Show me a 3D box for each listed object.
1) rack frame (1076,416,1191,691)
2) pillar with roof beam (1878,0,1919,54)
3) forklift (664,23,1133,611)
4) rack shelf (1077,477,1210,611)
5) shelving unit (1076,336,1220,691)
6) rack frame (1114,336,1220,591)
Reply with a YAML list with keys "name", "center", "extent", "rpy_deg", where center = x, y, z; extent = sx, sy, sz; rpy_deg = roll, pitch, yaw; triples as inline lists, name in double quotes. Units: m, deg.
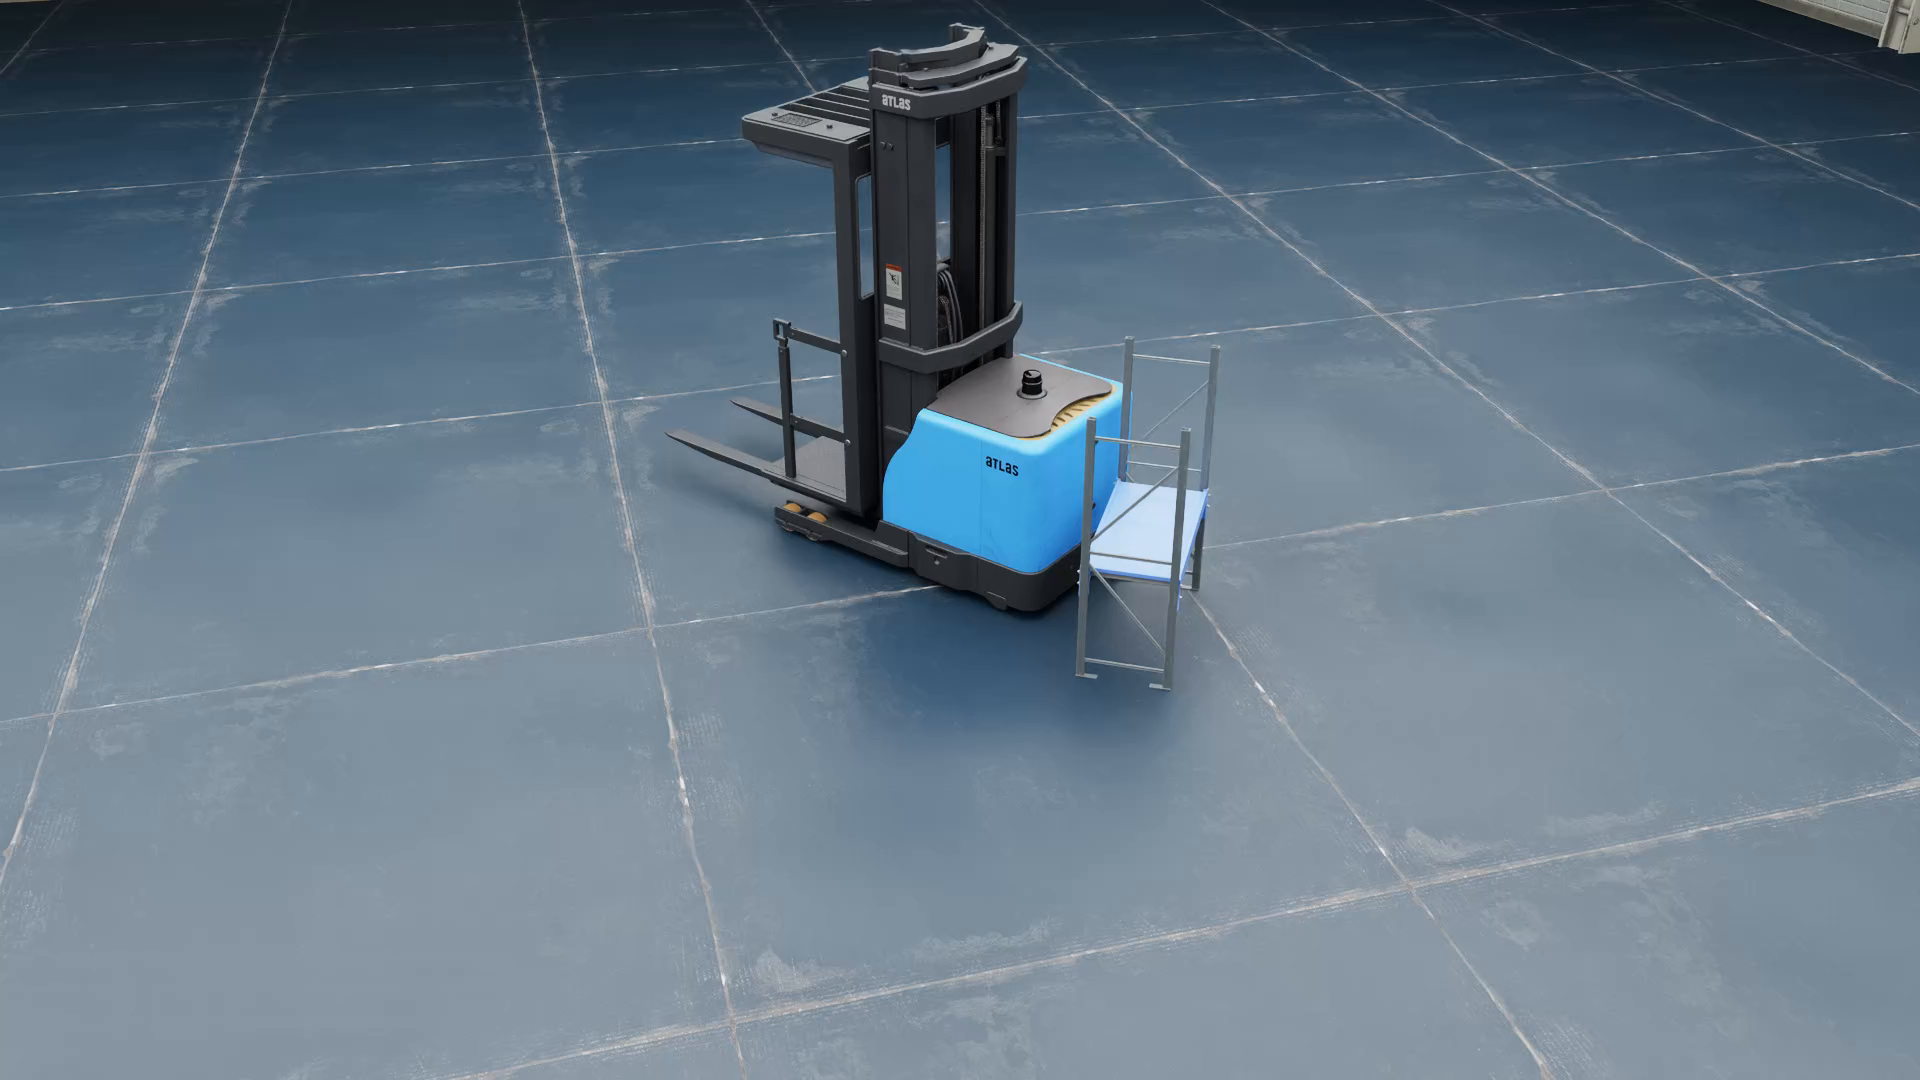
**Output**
- name: "rack frame"
  center: [0.853, 0.094, 8.322]
  extent: [0.500, 1.500, 0.032]
  rpy_deg: [8, 31, 13]
- name: "pillar with roof beam"
  center: [7.361, -9.338, 17.131]
  extent: [9.100, 9.000, 0.400]
  rpy_deg: [-8, 31, -13]
- name: "forklift"
  center: [-0.499, -1.455, 9.569]
  extent: [3.031, 2.935, 1.130]
  rpy_deg: [20, 36, 31]
- name: "rack shelf"
  center: [0.988, 0.004, 8.836]
  extent: [0.538, 0.185, 1.000]
  rpy_deg: [8, 31, 13]
- name: "shelving unit"
  center: [0.988, -0.152, 8.746]
  extent: [0.538, 1.500, 1.048]
  rpy_deg: [8, 31, 13]
- name: "rack frame"
  center: [1.123, -0.397, 9.170]
  extent: [0.500, 1.500, 0.032]
  rpy_deg: [8, 31, 13]
